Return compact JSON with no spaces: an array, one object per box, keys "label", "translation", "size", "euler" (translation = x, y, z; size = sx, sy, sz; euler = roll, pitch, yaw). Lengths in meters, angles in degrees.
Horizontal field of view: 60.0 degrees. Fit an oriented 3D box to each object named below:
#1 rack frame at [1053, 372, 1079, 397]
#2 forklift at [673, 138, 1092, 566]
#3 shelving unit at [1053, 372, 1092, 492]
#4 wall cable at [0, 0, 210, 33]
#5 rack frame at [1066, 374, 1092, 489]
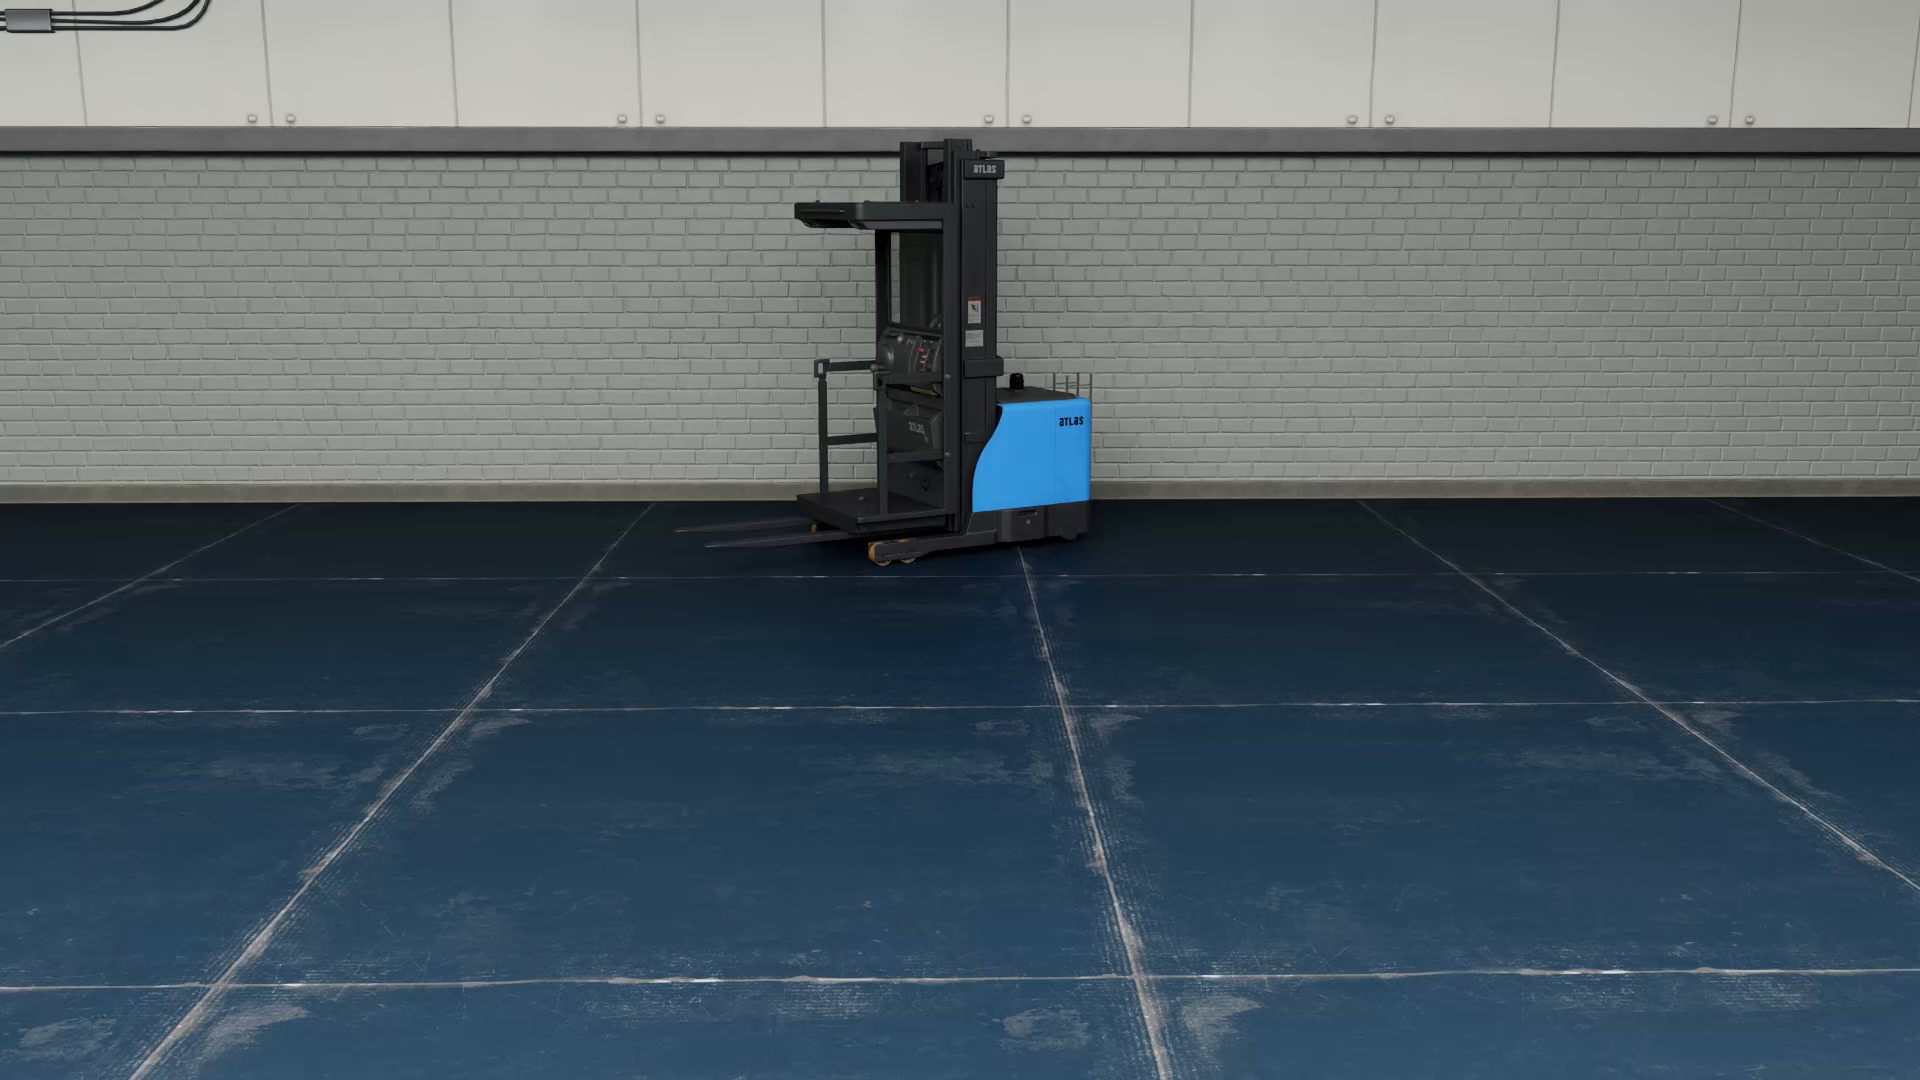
[{"label":"rack frame","translation":[0.827,-0.716,13.069],"size":[0.240,1.200,0.006],"euler":[-6,13,-28]},{"label":"forklift","translation":[-0.549,-1.376,11.969],"size":[3.031,2.935,1.130],"euler":[-6,13,-28]},{"label":"shelving unit","translation":[0.872,-0.700,12.991],"size":[0.258,1.200,0.189],"euler":[-6,13,-28]},{"label":"wall cable","translation":[-7.104,-6.383,12.837],"size":[2.305,6.003,0.169],"euler":[0,11,-1]},{"label":"rack frame","translation":[0.916,-0.684,12.912],"size":[0.240,1.200,0.006],"euler":[-6,13,-28]}]
